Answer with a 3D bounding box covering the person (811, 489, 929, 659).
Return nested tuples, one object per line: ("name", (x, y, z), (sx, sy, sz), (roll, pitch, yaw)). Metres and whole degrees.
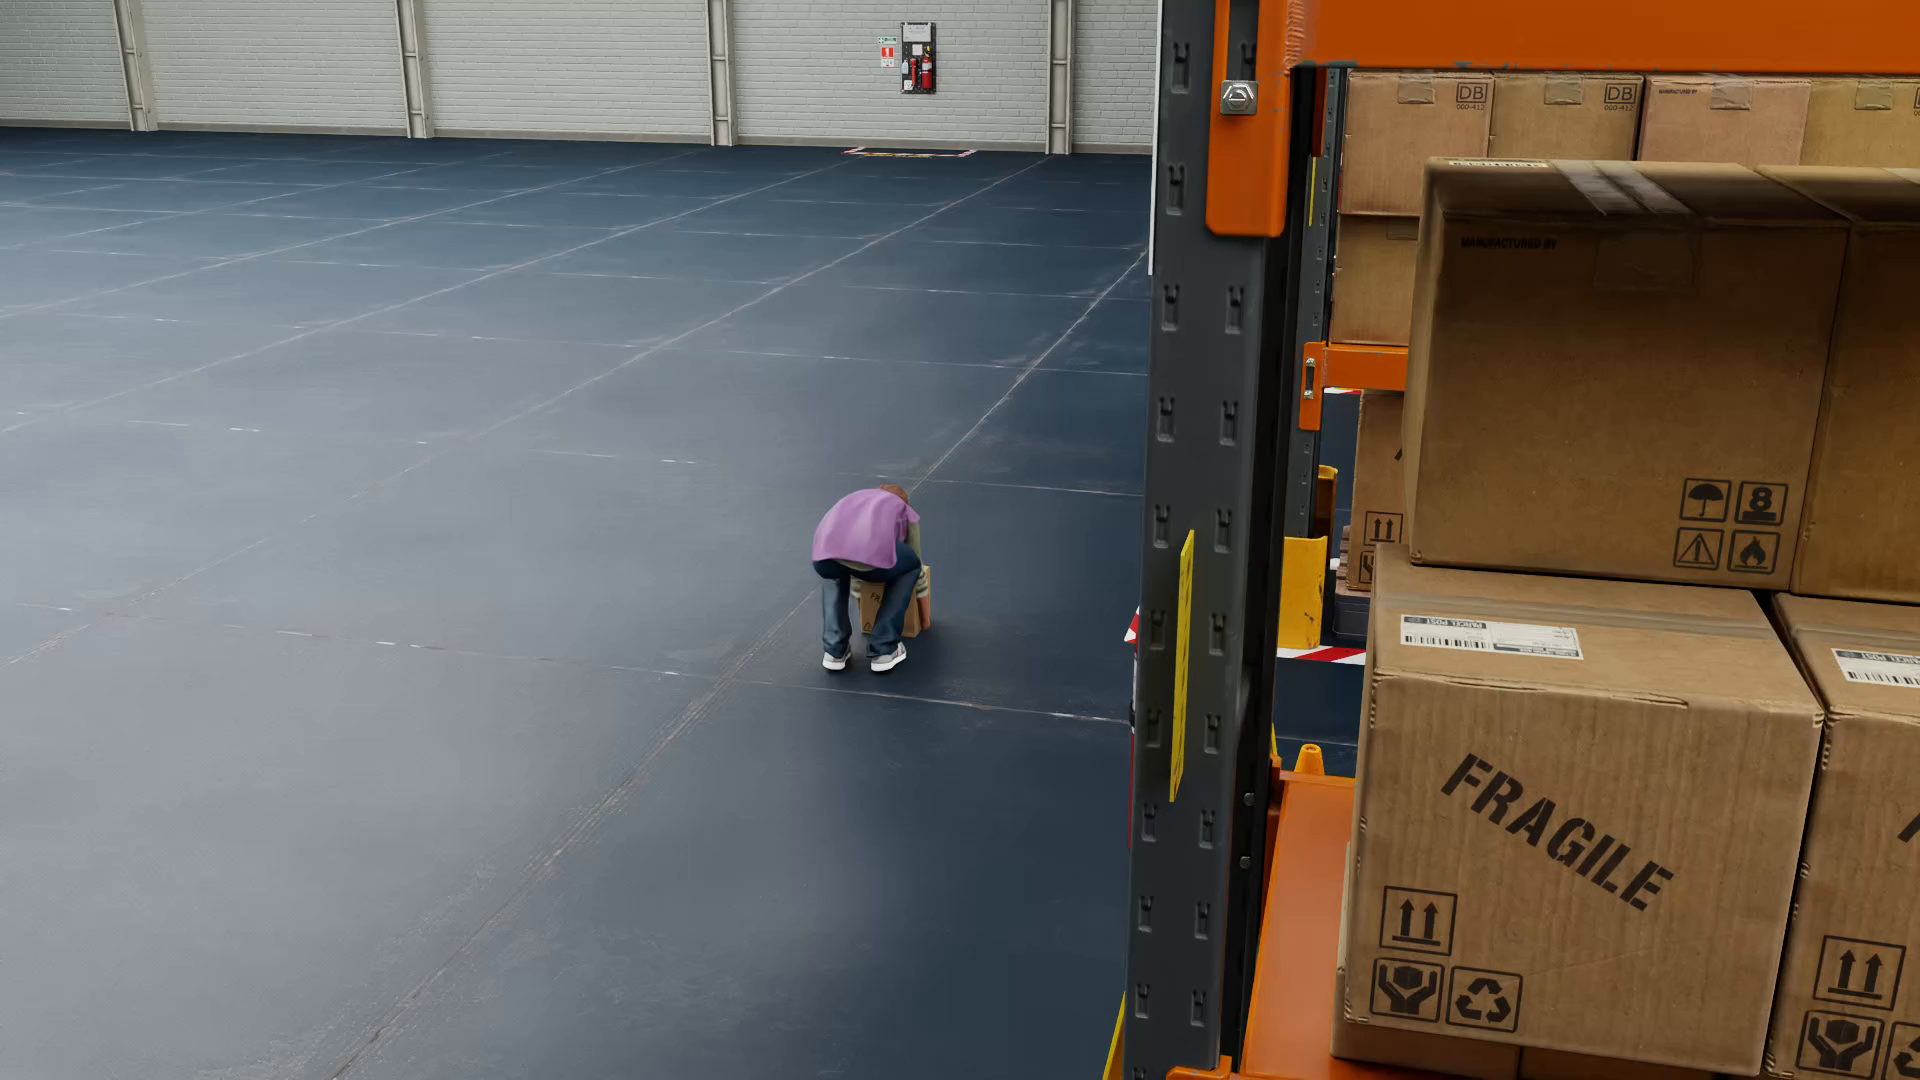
("person", (-0.394, 0.117, 6.952), (0.425, 0.674, 0.732), (4, 19, 12))
